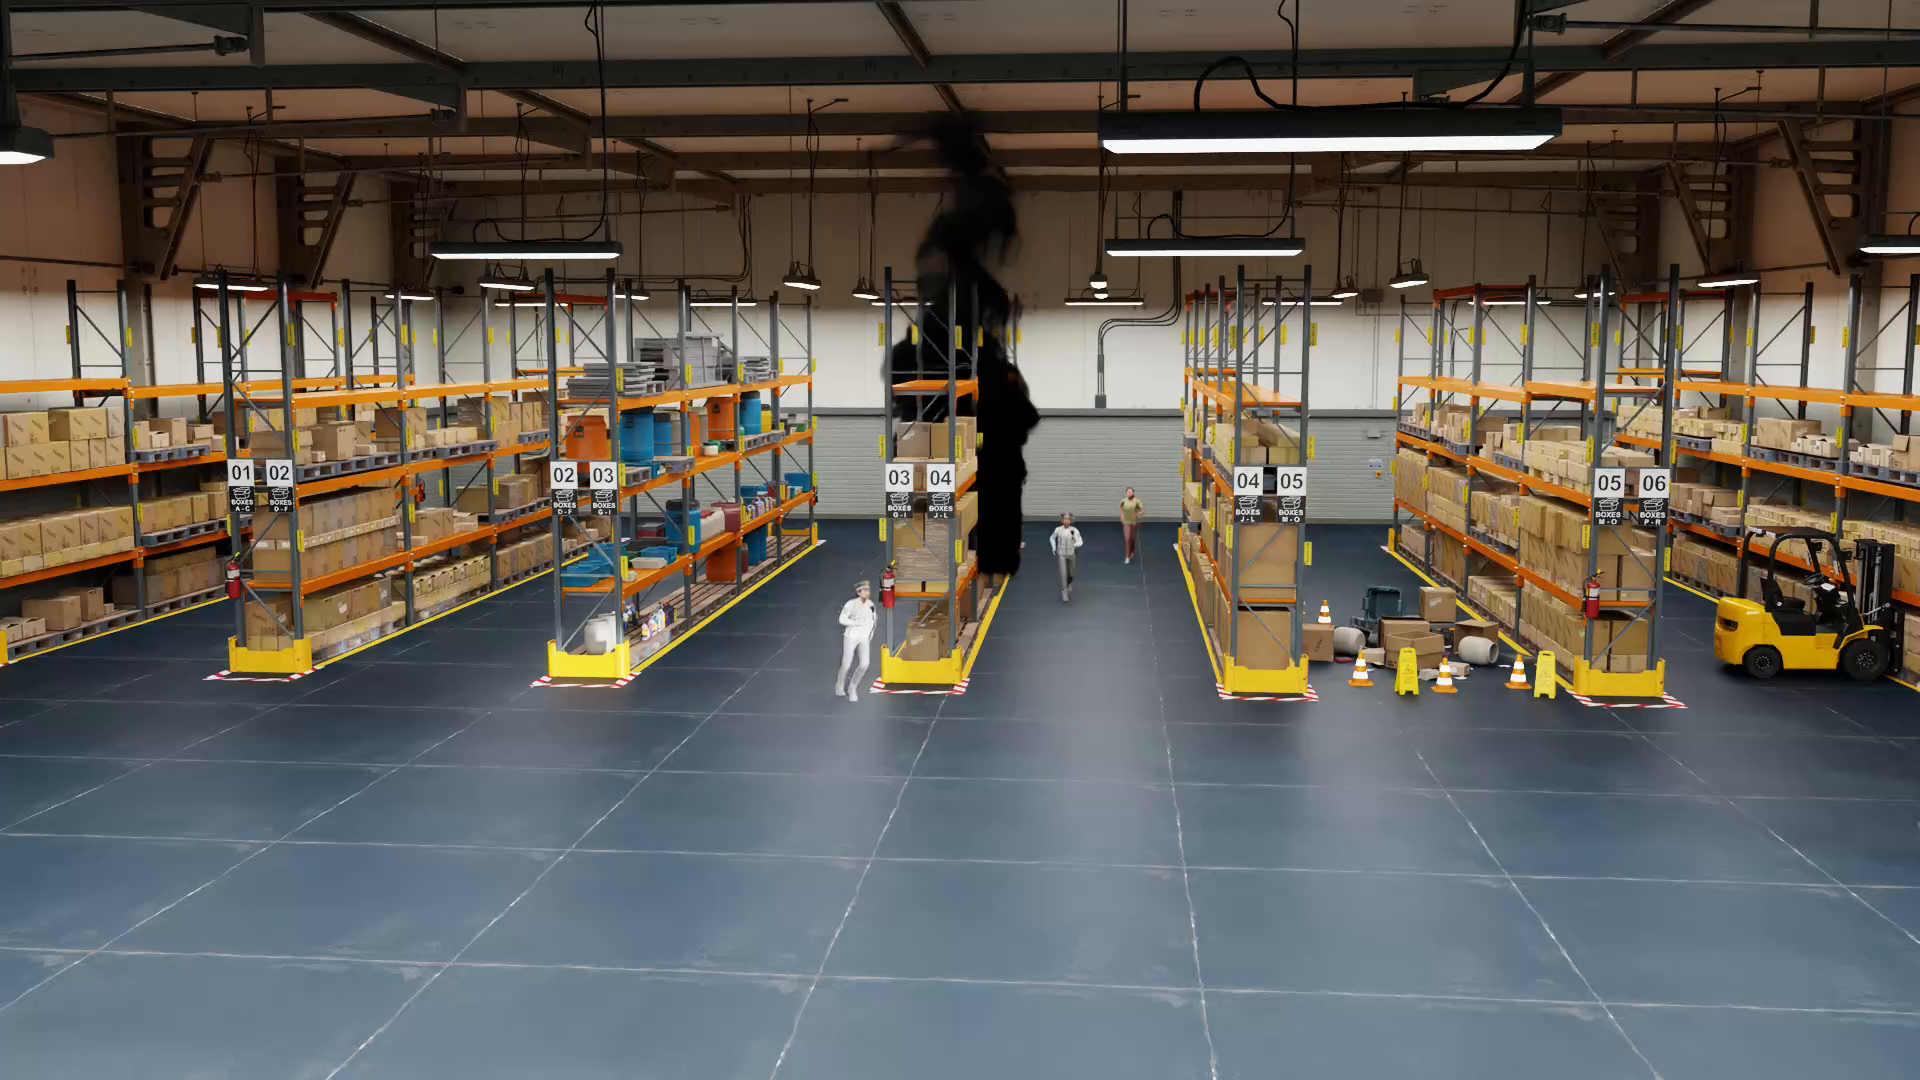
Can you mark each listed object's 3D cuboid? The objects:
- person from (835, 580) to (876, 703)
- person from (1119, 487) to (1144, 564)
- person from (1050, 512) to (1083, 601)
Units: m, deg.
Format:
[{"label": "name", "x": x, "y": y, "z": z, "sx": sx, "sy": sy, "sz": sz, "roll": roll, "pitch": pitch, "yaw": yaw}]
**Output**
[{"label": "person", "x": -1.385, "y": 1.394, "z": 23.070, "sx": 0.621, "sy": 1.690, "sz": 0.658, "roll": -3, "pitch": 7, "yaw": -21}, {"label": "person", "x": 3.827, "y": -0.354, "z": 37.144, "sx": 0.576, "sy": 1.674, "sz": 0.882, "roll": 1, "pitch": 7, "yaw": 8}, {"label": "person", "x": 2.038, "y": 0.289, "z": 31.897, "sx": 0.622, "sy": 1.670, "sz": 0.883, "roll": 0, "pitch": 7, "yaw": 0}]
